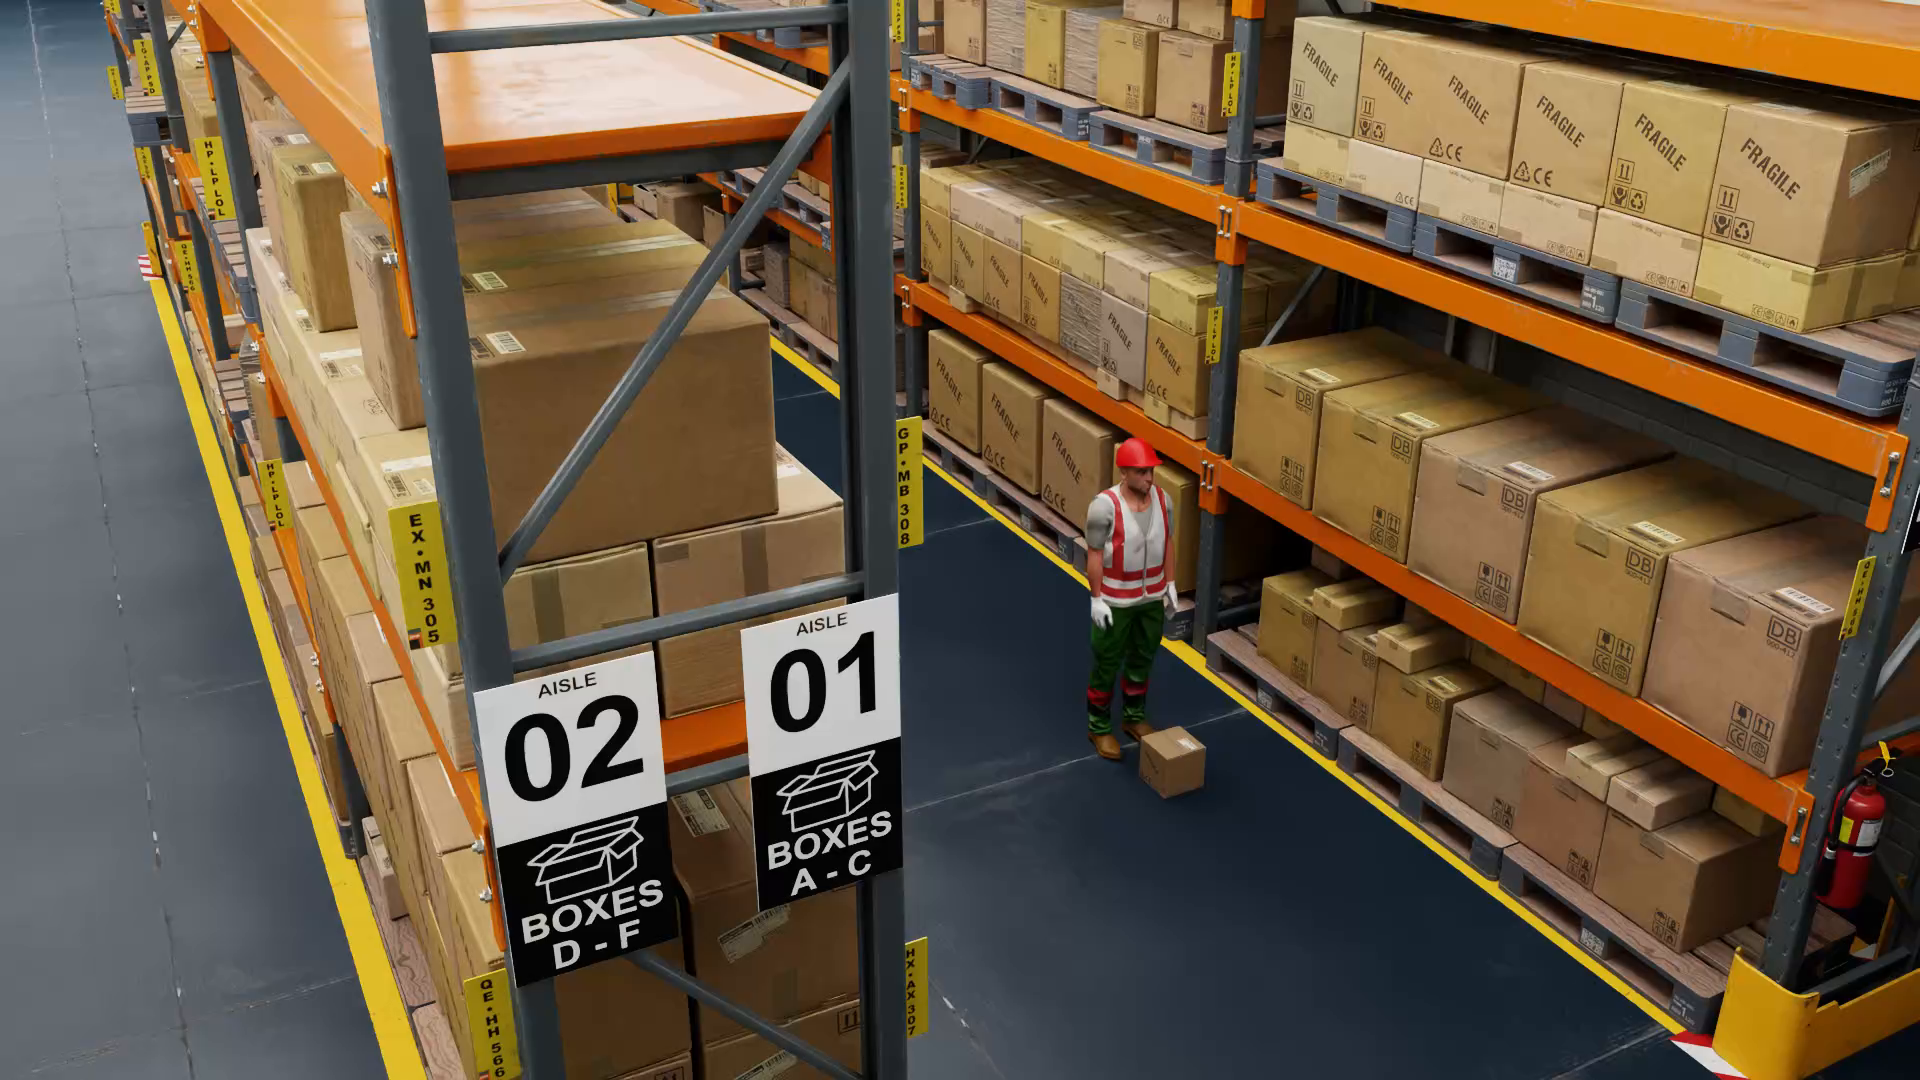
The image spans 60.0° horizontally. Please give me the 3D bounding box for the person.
[{"bbox_3d":[0.926,0.305,8.931,0.528,1.798,0.351,-12,28,-24],"label":"person"}]
